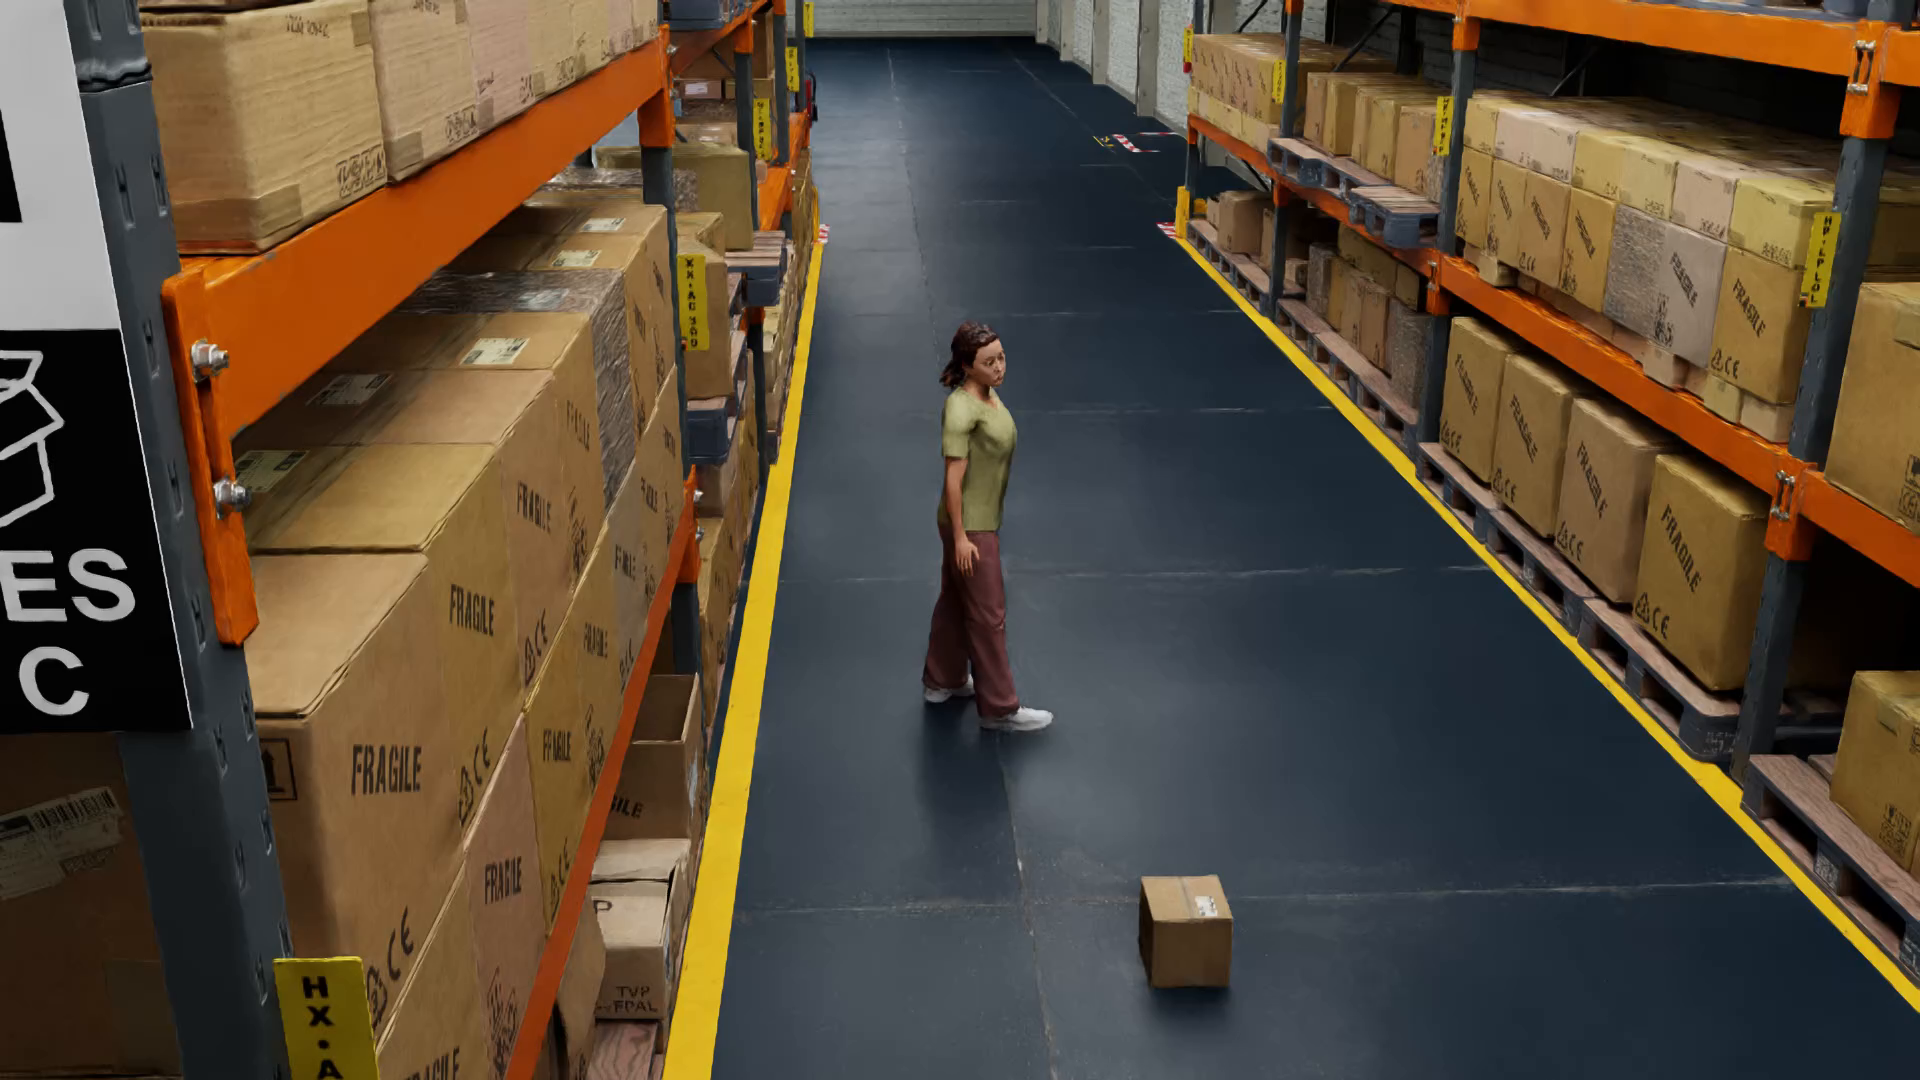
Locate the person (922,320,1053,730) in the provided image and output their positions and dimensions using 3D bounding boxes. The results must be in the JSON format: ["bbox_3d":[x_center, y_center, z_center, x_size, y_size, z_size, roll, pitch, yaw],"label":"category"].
[{"bbox_3d":[0.107,-0.041,6.660,0.578,1.641,0.562,3,21,8],"label":"person"}]
